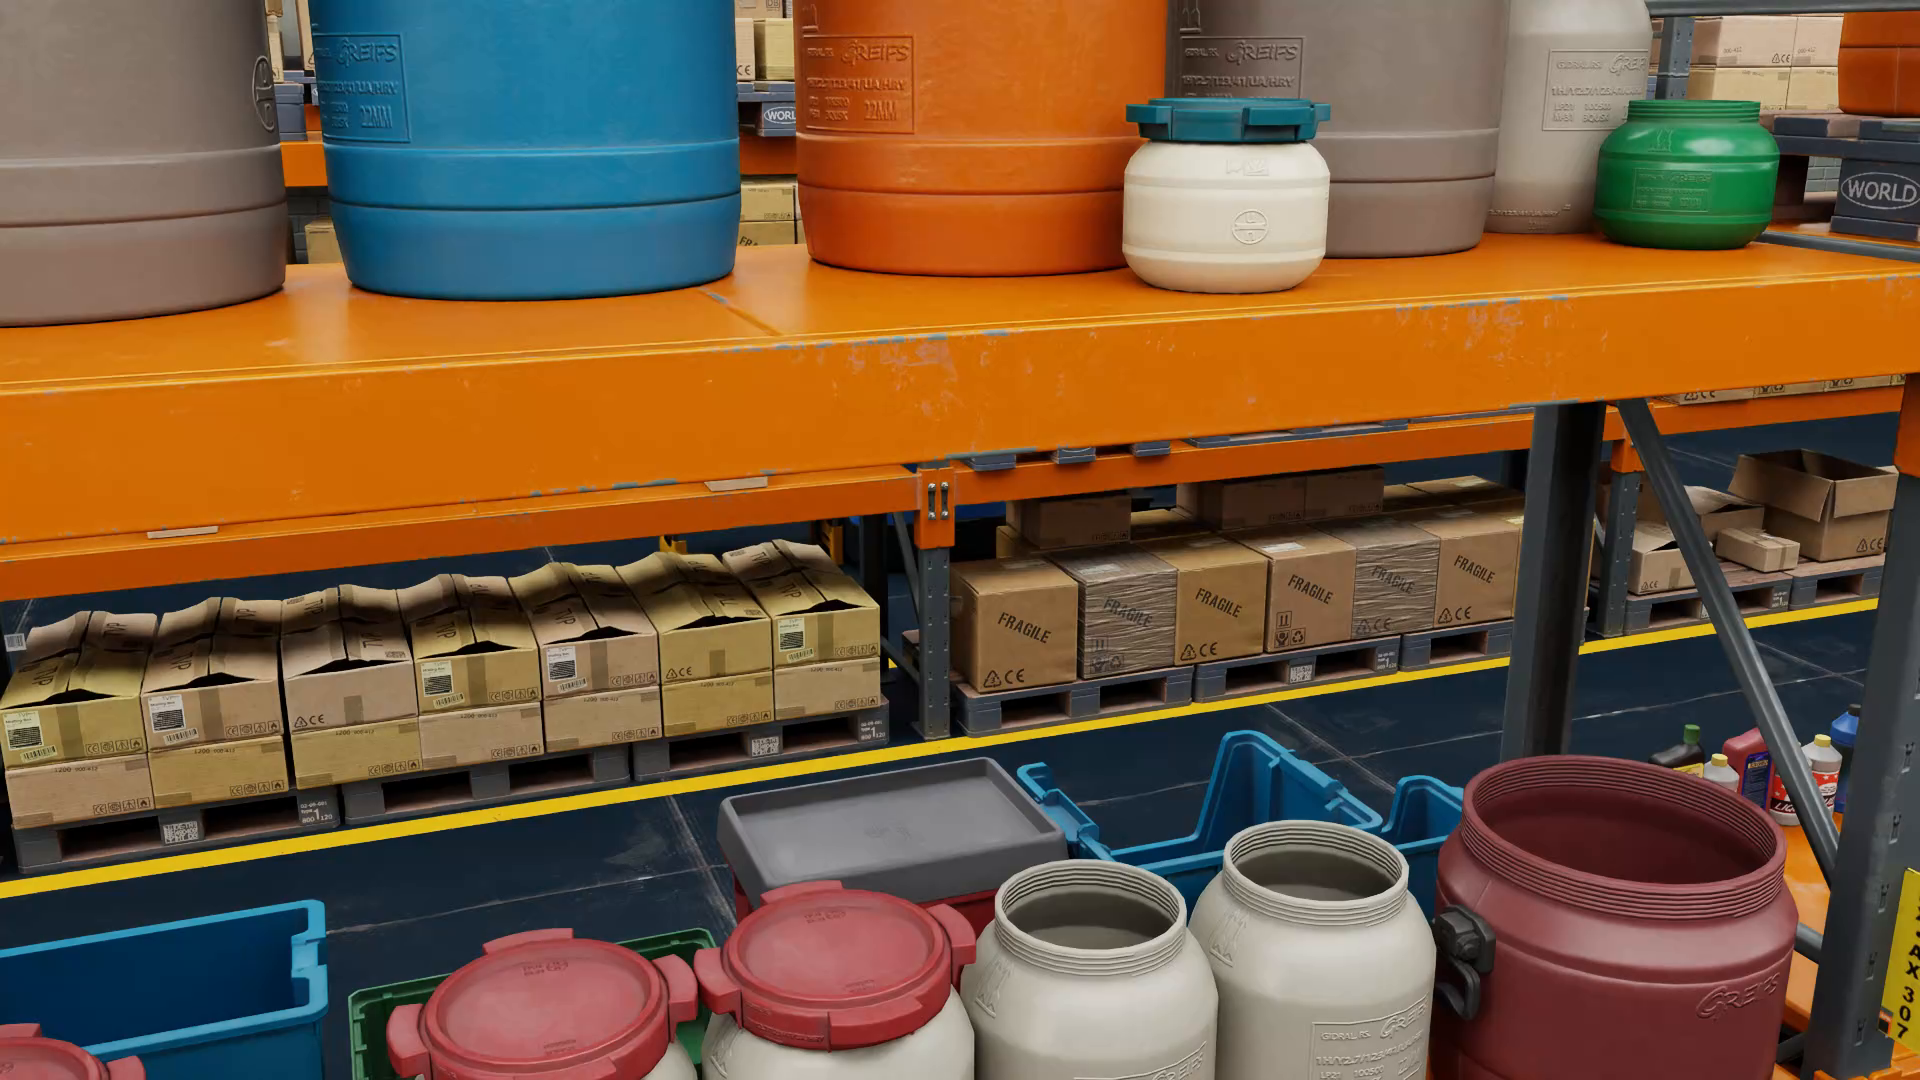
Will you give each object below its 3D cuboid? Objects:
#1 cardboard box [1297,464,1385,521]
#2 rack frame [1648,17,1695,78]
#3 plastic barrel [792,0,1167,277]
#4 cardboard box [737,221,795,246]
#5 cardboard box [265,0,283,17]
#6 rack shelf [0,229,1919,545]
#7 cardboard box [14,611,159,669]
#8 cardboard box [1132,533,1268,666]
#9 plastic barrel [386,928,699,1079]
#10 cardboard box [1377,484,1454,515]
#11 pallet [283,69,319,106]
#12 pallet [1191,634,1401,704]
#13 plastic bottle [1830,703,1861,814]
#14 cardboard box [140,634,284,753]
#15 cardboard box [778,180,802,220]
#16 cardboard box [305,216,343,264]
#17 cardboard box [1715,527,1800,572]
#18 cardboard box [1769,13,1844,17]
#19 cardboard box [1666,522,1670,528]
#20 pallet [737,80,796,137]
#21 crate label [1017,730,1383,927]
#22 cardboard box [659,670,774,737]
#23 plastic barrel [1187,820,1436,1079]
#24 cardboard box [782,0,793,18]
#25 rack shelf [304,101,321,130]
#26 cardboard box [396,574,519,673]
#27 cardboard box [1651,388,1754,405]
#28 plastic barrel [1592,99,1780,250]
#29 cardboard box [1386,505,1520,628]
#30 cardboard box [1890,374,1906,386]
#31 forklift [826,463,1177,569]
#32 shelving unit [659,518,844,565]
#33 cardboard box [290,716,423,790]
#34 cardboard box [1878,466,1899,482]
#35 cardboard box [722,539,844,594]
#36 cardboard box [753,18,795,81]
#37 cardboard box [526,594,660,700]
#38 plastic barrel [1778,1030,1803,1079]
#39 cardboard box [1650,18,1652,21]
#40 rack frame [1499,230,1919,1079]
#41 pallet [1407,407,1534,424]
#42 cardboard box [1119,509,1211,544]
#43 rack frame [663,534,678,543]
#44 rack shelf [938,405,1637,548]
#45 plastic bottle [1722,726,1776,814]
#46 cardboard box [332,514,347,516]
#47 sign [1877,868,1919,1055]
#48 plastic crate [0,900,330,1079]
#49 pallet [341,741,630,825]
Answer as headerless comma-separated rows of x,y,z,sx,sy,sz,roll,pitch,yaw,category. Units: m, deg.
1.981,-0.311,9.159,0.500,0.250,0.500,-6,17,-20,cardboard box
3.453,-3.903,8.420,0.127,3.000,1.000,-6,17,-20,rack frame
0.032,-0.872,2.657,0.708,0.830,0.600,-6,17,-20,plastic barrel
-1.513,-2.107,12.207,0.500,0.500,0.500,-6,17,-18,cardboard box
-2.904,-2.262,6.345,0.500,0.500,0.500,-4,17,-15,cardboard box
-0.381,-0.211,2.445,4.000,0.370,1.077,-6,17,-20,rack shelf
-3.742,0.514,7.164,0.500,0.311,0.500,-6,17,-20,cardboard box
1.202,0.292,8.435,0.500,0.500,0.500,-6,18,-21,cardboard box
-0.591,0.907,2.444,0.433,0.535,0.433,0,16,0,plastic barrel
2.420,0.005,9.414,0.500,0.500,0.500,-6,17,-19,cardboard box
-4.211,-3.010,11.035,1.003,0.211,1.213,-6,17,-20,pallet
1.566,0.529,8.922,1.213,0.211,1.003,-6,17,-20,pallet
2.224,0.541,4.161,0.097,0.271,0.097,0,16,0,plastic bottle
-3.073,0.605,6.854,0.500,0.311,0.500,-6,18,-21,cardboard box
-1.040,-2.517,12.274,0.500,0.250,0.500,-6,18,-21,cardboard box
-4.178,-1.952,11.463,0.500,0.500,0.700,-4,17,-12,cardboard box
4.727,0.048,9.859,0.250,0.166,0.380,-6,17,-20,cardboard box
4.411,-3.064,8.933,0.500,0.500,0.700,-6,17,-20,cardboard box
4.212,-0.054,10.237,0.250,0.149,0.380,-6,17,-20,cardboard box
-0.884,-1.878,7.183,1.003,0.211,1.213,-5,17,-18,pallet
0.462,0.694,3.349,0.616,0.435,0.502,-6,17,-20,crate label
-1.166,0.666,7.641,0.500,0.250,0.500,-6,18,-21,cardboard box
0.603,0.788,2.892,0.421,0.512,0.421,0,16,0,plastic barrel
-1.150,-3.754,12.277,0.500,0.500,0.700,-7,18,-23,cardboard box
-3.926,-2.817,11.321,4.000,0.370,1.077,-6,17,-20,rack shelf
-2.321,0.361,7.686,0.500,0.311,0.500,-6,18,-21,cardboard box
4.027,-1.053,9.182,0.500,0.500,0.500,-6,17,-19,cardboard box
1.275,-0.644,2.921,0.294,0.245,0.294,0,16,0,plastic barrel
2.630,0.136,8.967,0.500,0.500,0.500,-6,17,-20,cardboard box
5.446,-1.207,9.706,0.500,0.500,0.500,-6,18,-21,cardboard box
0.647,-1.448,10.829,3.031,2.935,1.130,-5,17,-17,forklift
-1.338,-0.594,10.458,1.083,1.500,0.587,-6,17,-18,shelving unit
-2.591,0.820,7.118,0.500,0.250,0.500,-7,18,-22,cardboard box
6.112,-0.289,10.860,0.500,0.250,0.500,-6,17,-20,cardboard box
-0.876,0.203,8.224,0.500,0.311,0.500,-6,17,-18,cardboard box
-0.685,-2.130,7.225,0.500,0.250,0.500,-8,18,-24,cardboard box
-1.638,0.449,7.385,0.500,0.311,0.500,-6,17,-20,cardboard box
1.938,1.468,3.882,0.708,0.830,0.600,-6,17,-20,plastic barrel
3.810,-2.753,9.203,0.500,0.250,0.500,-6,17,-20,cardboard box
1.487,0.682,3.452,0.127,3.000,1.000,-6,17,-20,rack frame
2.668,-0.881,9.116,1.213,0.211,1.003,-6,17,-20,pallet
0.991,0.158,8.891,0.500,0.500,0.500,-7,18,-22,cardboard box
-1.827,-0.546,10.296,0.032,1.500,0.500,-6,17,-18,rack frame
1.586,-0.478,8.680,4.000,0.370,1.077,-6,17,-20,rack shelf
1.928,0.562,4.069,0.133,0.283,0.061,-6,17,-20,plastic bottle
-2.802,-0.393,6.934,0.500,0.500,0.500,-5,17,-16,cardboard box
1.690,0.748,2.939,0.005,0.325,0.100,-6,17,-20,sign
-1.329,0.900,2.739,0.575,0.384,0.392,-6,17,-20,plastic crate
-2.202,0.911,7.622,1.213,0.211,1.003,-6,17,-20,pallet
